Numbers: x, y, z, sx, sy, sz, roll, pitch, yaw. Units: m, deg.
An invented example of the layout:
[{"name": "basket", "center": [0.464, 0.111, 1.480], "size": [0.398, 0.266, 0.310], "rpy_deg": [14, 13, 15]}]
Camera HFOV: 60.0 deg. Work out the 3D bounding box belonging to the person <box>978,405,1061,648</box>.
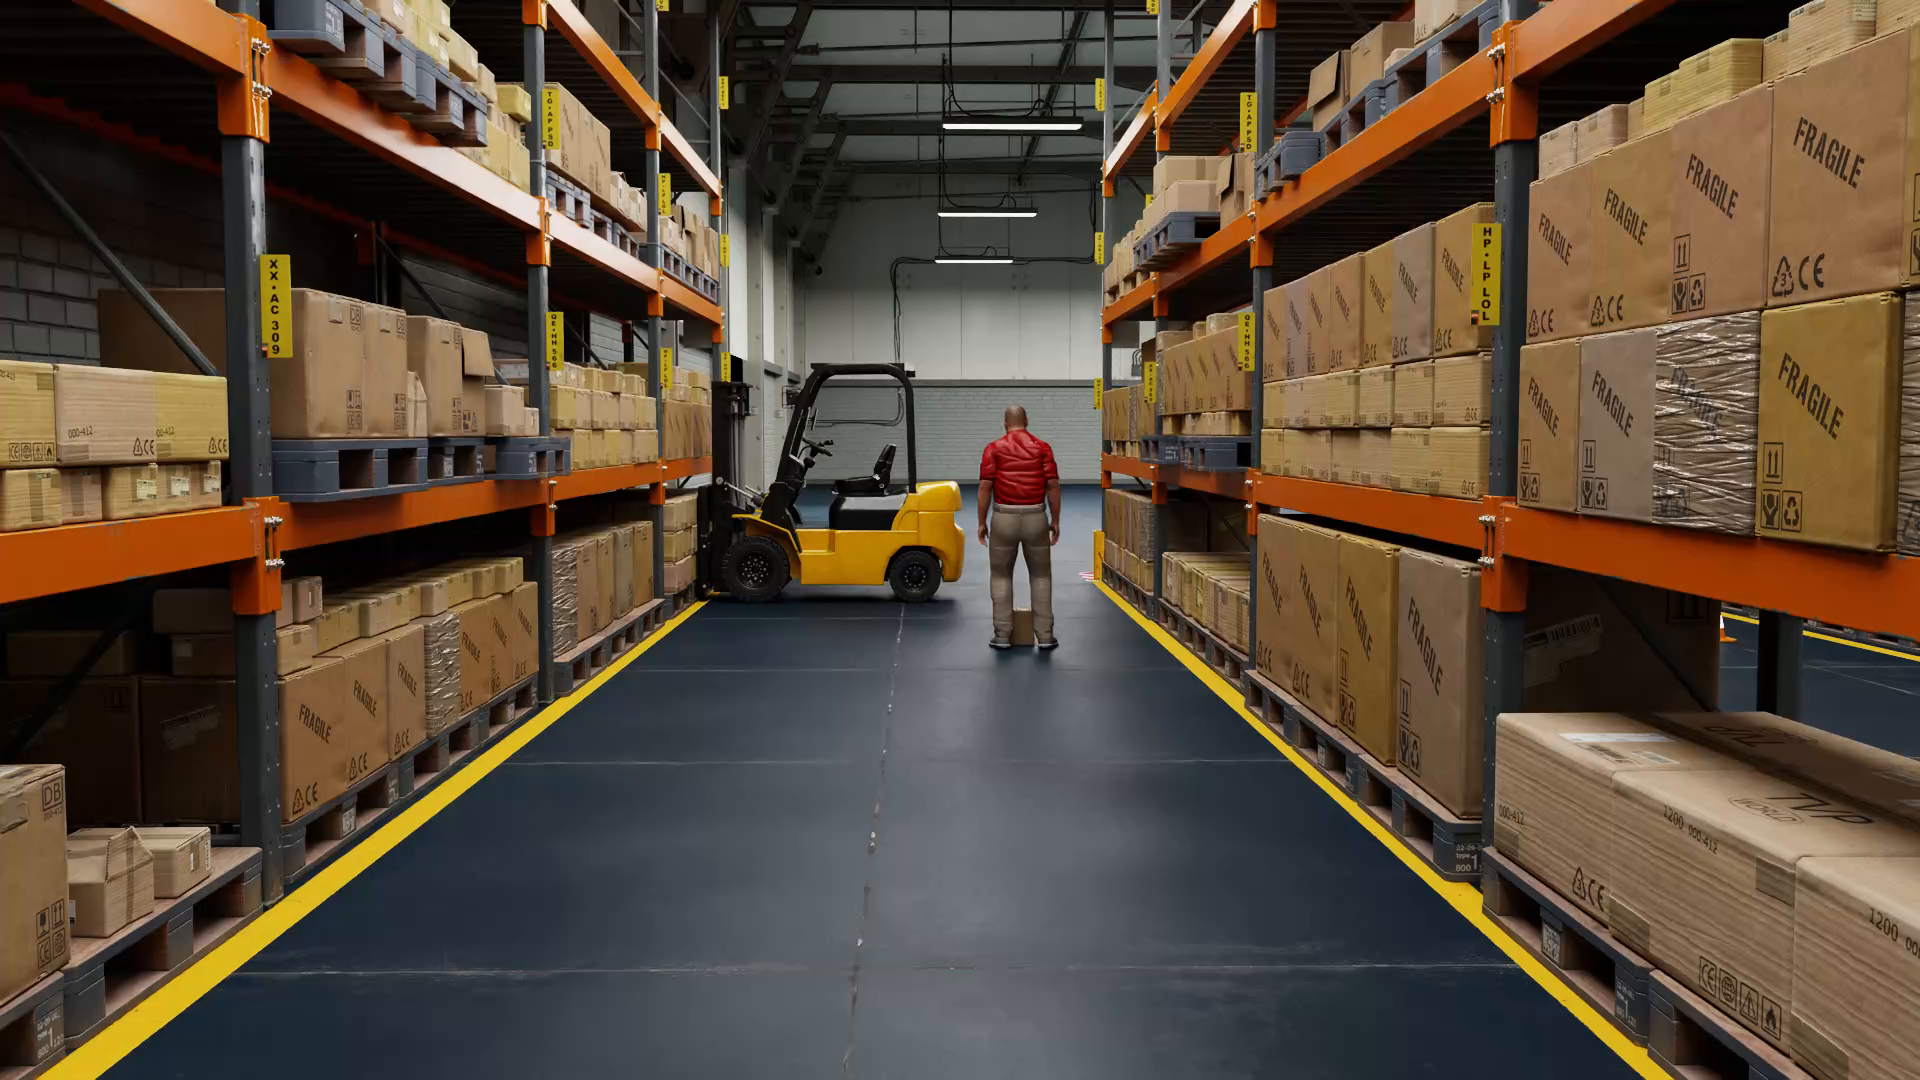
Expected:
[{"name": "person", "center": [0.421, -0.096, 11.819], "size": [0.593, 1.726, 0.395], "rpy_deg": [0, 4, -2]}]
